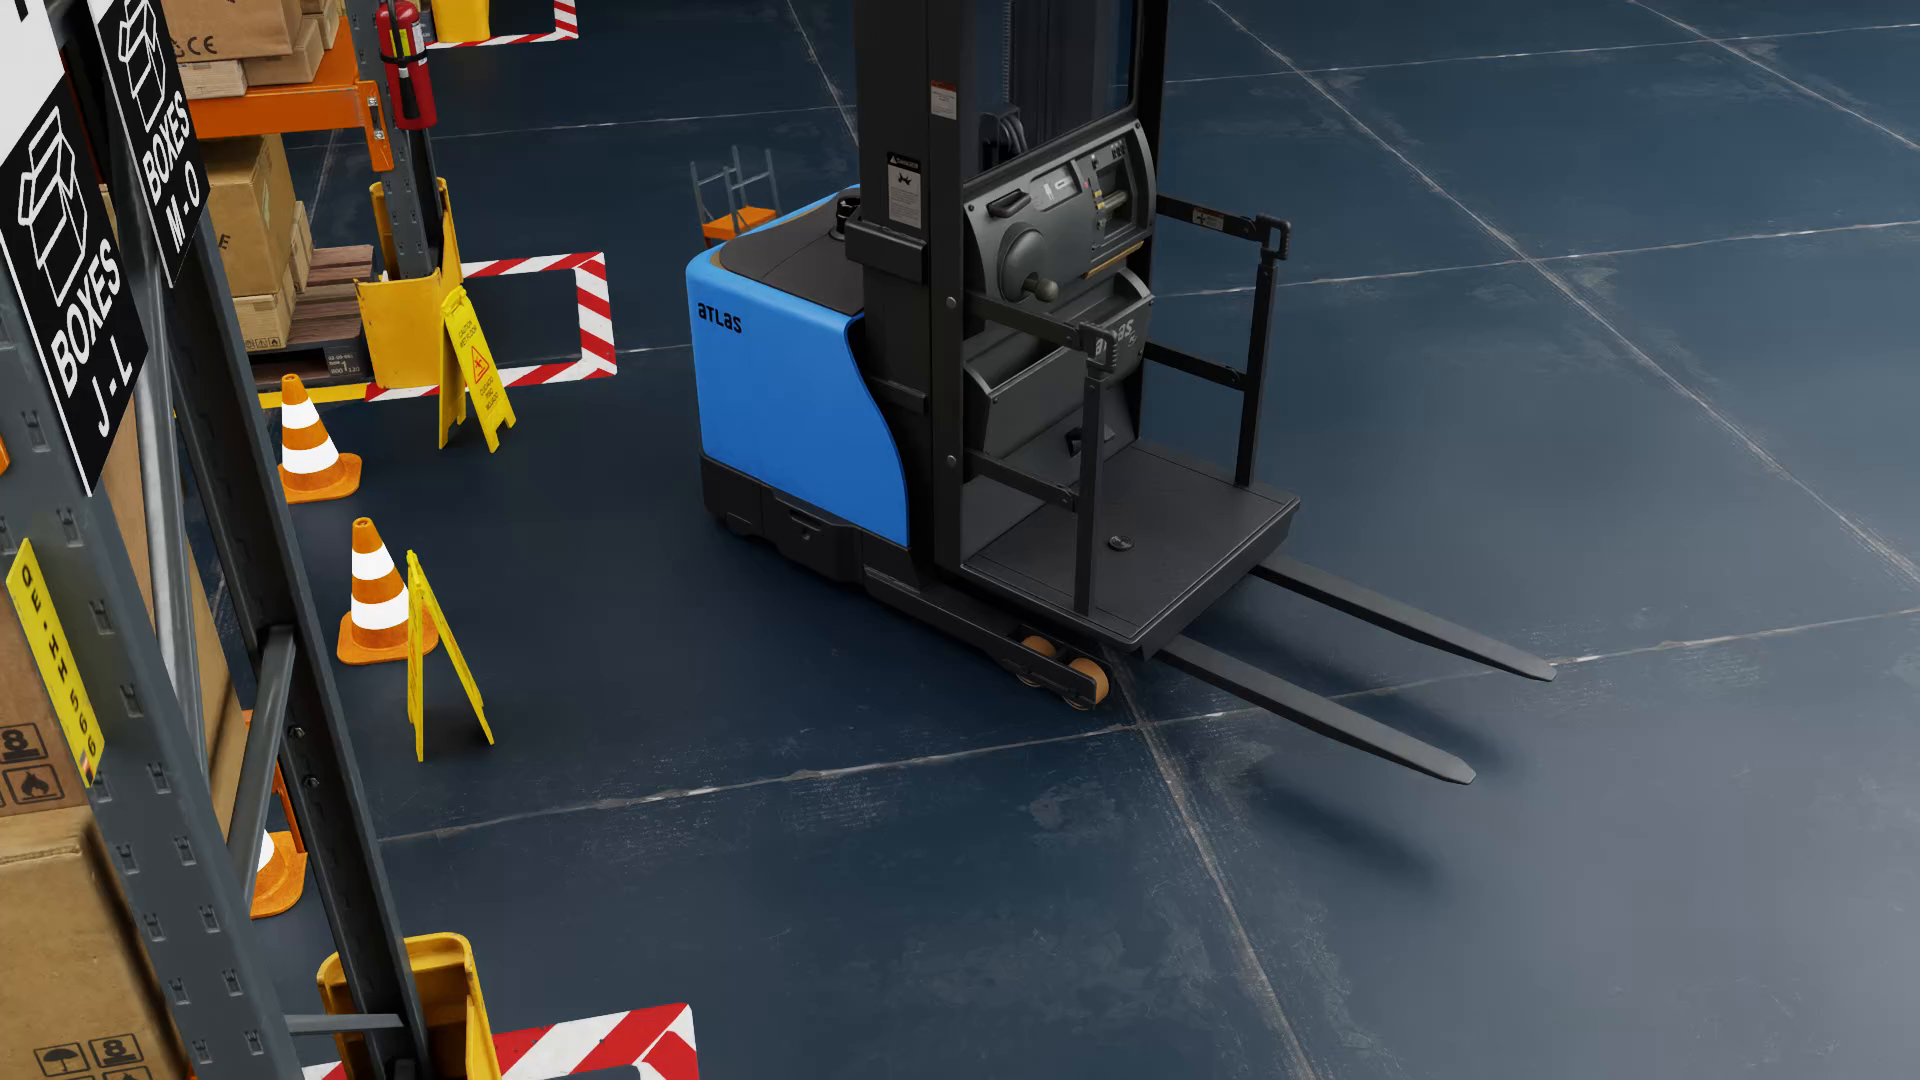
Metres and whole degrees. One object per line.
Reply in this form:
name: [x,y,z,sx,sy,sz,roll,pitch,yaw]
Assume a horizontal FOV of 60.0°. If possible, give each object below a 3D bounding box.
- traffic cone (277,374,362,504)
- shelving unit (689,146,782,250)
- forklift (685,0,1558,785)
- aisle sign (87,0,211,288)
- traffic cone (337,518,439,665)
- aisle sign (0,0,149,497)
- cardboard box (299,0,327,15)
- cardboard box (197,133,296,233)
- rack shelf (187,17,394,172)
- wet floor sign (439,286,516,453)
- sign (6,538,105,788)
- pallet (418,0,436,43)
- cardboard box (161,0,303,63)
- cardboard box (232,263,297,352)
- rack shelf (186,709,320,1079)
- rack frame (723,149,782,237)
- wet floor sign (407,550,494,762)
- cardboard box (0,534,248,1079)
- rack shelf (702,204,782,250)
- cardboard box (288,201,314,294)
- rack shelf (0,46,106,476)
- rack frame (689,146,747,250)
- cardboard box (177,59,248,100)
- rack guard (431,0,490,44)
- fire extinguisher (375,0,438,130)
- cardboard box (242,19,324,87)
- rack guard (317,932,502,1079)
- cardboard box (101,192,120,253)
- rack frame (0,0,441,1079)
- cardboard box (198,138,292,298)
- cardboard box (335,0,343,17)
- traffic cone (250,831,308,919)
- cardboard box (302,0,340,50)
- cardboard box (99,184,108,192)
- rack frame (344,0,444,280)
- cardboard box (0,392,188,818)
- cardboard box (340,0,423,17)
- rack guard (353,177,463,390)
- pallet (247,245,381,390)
traffic cone: [-2.555,-0.432,6.478,0.334,0.463,0.336,-7,35,-11]
shelving unit: [-0.792,-0.915,6.522,0.189,1.200,0.258,16,36,37]
forklift: [0.493,-0.998,5.107,3.031,2.935,1.130,24,41,31]
aisle sign: [-1.227,-0.812,2.436,0.004,0.787,0.394,-7,35,-11]
traffic cone: [-1.979,0.130,5.641,0.334,0.463,0.336,-7,35,-11]
aisle sign: [-1.094,-0.486,1.950,0.004,0.787,0.394,-7,35,-11]
cardboard box: [-2.944,-2.497,6.922,0.500,0.500,0.500,-8,35,-11]
cardboard box: [-3.291,-1.631,7.406,0.500,0.500,0.500,-8,35,-12]
rack shelf: [-4.371,-1.694,6.729,4.000,0.370,1.077,-7,35,-11]
wet floor sign: [-1.999,-0.703,6.719,0.232,0.644,0.267,4,34,6]
sign: [-1.124,0.156,2.073,0.005,0.325,0.100,-7,35,-11]
pallet: [-4.256,-3.662,11.517,1.213,0.211,1.003,-7,35,-11]
cardboard box: [-2.889,-2.188,6.461,0.500,0.500,0.500,-8,35,-11]
cardboard box: [-3.173,-1.023,7.173,0.500,0.250,0.500,-7,35,-11]
rack shelf: [-3.181,0.983,2.738,4.000,0.370,1.077,-7,35,-11]
rack frame: [-0.722,-0.895,6.467,0.006,1.200,0.240,16,36,37]
wet floor sign: [-1.638,0.337,5.169,0.232,0.644,0.267,-13,36,-19]
cardboard box: [-1.582,0.447,2.758,0.550,0.550,0.875,-7,35,-11]
rack shelf: [-0.830,-1.191,6.374,0.180,0.103,0.258,16,36,37]
cardboard box: [-3.268,-1.323,7.620,0.500,0.250,0.500,-7,35,-11]
rack shelf: [-3.181,-0.262,1.902,4.000,0.370,1.077,-7,35,-11]
rack frame: [-0.862,-0.935,6.578,0.006,1.200,0.240,16,36,37]
cardboard box: [-2.961,-1.881,6.587,0.250,0.149,0.380,-8,35,-11]
rack guard: [-3.496,-3.901,11.615,0.348,0.500,1.175,-7,35,-11]
fire extinguisher: [-2.207,-1.971,6.564,0.183,0.674,0.296,-7,35,-11]
cardboard box: [-2.738,-1.973,6.723,0.250,0.149,0.380,-6,34,-9]
rack guard: [-1.206,1.474,3.605,0.348,0.500,1.175,-7,35,-11]
cardboard box: [-3.653,-1.277,6.879,0.500,0.500,0.500,-6,34,-9]
rack frame: [-1.229,0.441,2.901,0.053,2.616,0.949,-7,35,-11]
cardboard box: [-3.144,-1.343,6.977,0.500,0.500,0.500,-7,34,-10]
cardboard box: [-4.395,-3.684,11.138,0.500,0.250,0.500,-7,35,-11]
traffic cone: [-2.061,0.786,4.664,0.334,0.463,0.336,-7,35,-11]
cardboard box: [-2.797,-2.205,7.070,0.250,0.149,0.380,-7,35,-10]
cardboard box: [-3.487,-1.531,6.675,0.250,0.149,0.380,-6,34,-9]
rack frame: [-2.420,-2.239,6.895,0.127,3.000,1.000,-7,35,-11]
cardboard box: [-1.600,-0.047,2.525,0.550,0.550,0.875,-7,35,-11]
cardboard box: [-3.908,-3.739,11.221,0.500,0.250,0.500,-7,34,-10]
rack guard: [-2.495,-1.192,7.577,0.348,0.500,1.175,-7,35,-11]
pallet: [-3.295,-0.991,7.538,1.213,0.211,1.003,-7,35,-11]
